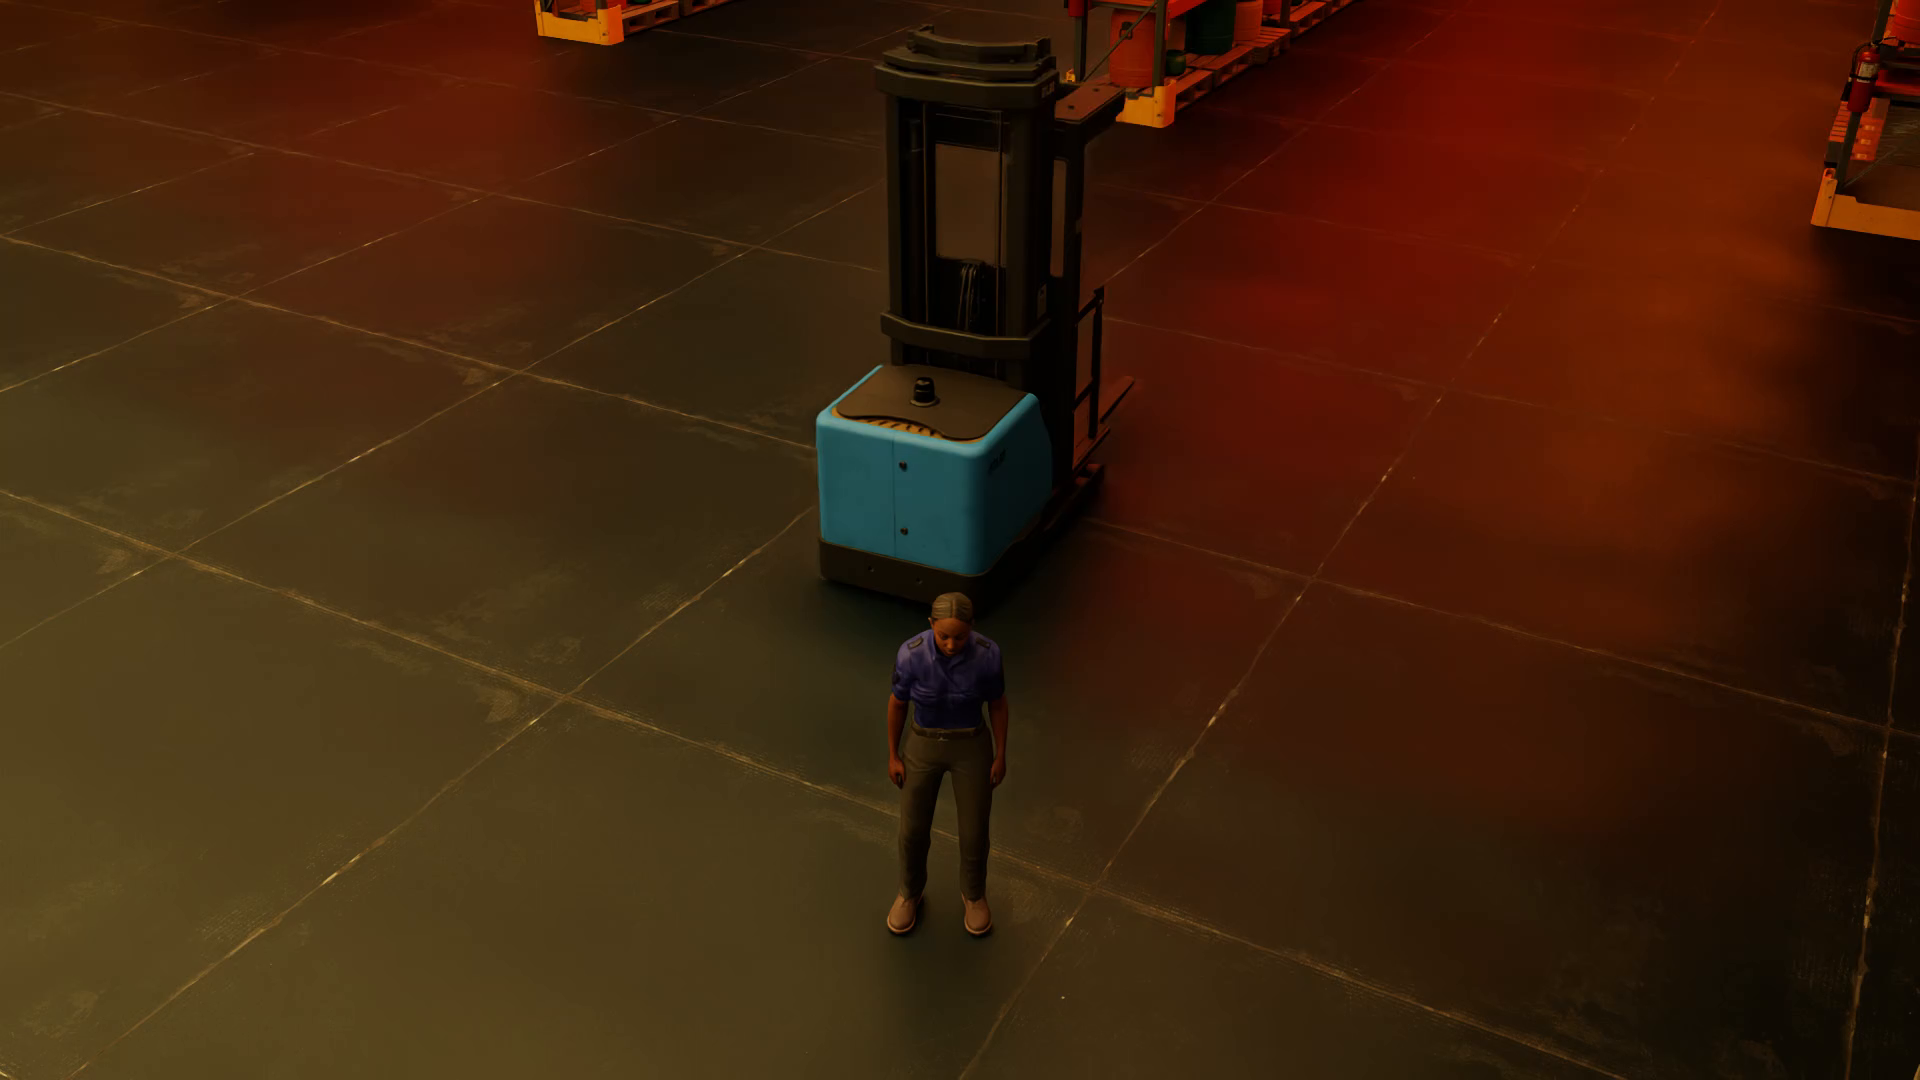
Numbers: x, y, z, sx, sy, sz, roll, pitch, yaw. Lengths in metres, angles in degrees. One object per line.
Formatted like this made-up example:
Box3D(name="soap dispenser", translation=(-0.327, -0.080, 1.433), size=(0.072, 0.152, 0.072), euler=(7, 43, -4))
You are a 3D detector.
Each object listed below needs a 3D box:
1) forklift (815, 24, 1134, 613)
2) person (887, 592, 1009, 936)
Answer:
Box3D(name="forklift", translation=(0.269, -1.582, 9.812), size=(1.130, 2.935, 3.031), euler=(13, 32, 21))
Box3D(name="person", translation=(-0.057, 0.889, 6.812), size=(0.509, 1.654, 0.348), euler=(0, 30, 0))
